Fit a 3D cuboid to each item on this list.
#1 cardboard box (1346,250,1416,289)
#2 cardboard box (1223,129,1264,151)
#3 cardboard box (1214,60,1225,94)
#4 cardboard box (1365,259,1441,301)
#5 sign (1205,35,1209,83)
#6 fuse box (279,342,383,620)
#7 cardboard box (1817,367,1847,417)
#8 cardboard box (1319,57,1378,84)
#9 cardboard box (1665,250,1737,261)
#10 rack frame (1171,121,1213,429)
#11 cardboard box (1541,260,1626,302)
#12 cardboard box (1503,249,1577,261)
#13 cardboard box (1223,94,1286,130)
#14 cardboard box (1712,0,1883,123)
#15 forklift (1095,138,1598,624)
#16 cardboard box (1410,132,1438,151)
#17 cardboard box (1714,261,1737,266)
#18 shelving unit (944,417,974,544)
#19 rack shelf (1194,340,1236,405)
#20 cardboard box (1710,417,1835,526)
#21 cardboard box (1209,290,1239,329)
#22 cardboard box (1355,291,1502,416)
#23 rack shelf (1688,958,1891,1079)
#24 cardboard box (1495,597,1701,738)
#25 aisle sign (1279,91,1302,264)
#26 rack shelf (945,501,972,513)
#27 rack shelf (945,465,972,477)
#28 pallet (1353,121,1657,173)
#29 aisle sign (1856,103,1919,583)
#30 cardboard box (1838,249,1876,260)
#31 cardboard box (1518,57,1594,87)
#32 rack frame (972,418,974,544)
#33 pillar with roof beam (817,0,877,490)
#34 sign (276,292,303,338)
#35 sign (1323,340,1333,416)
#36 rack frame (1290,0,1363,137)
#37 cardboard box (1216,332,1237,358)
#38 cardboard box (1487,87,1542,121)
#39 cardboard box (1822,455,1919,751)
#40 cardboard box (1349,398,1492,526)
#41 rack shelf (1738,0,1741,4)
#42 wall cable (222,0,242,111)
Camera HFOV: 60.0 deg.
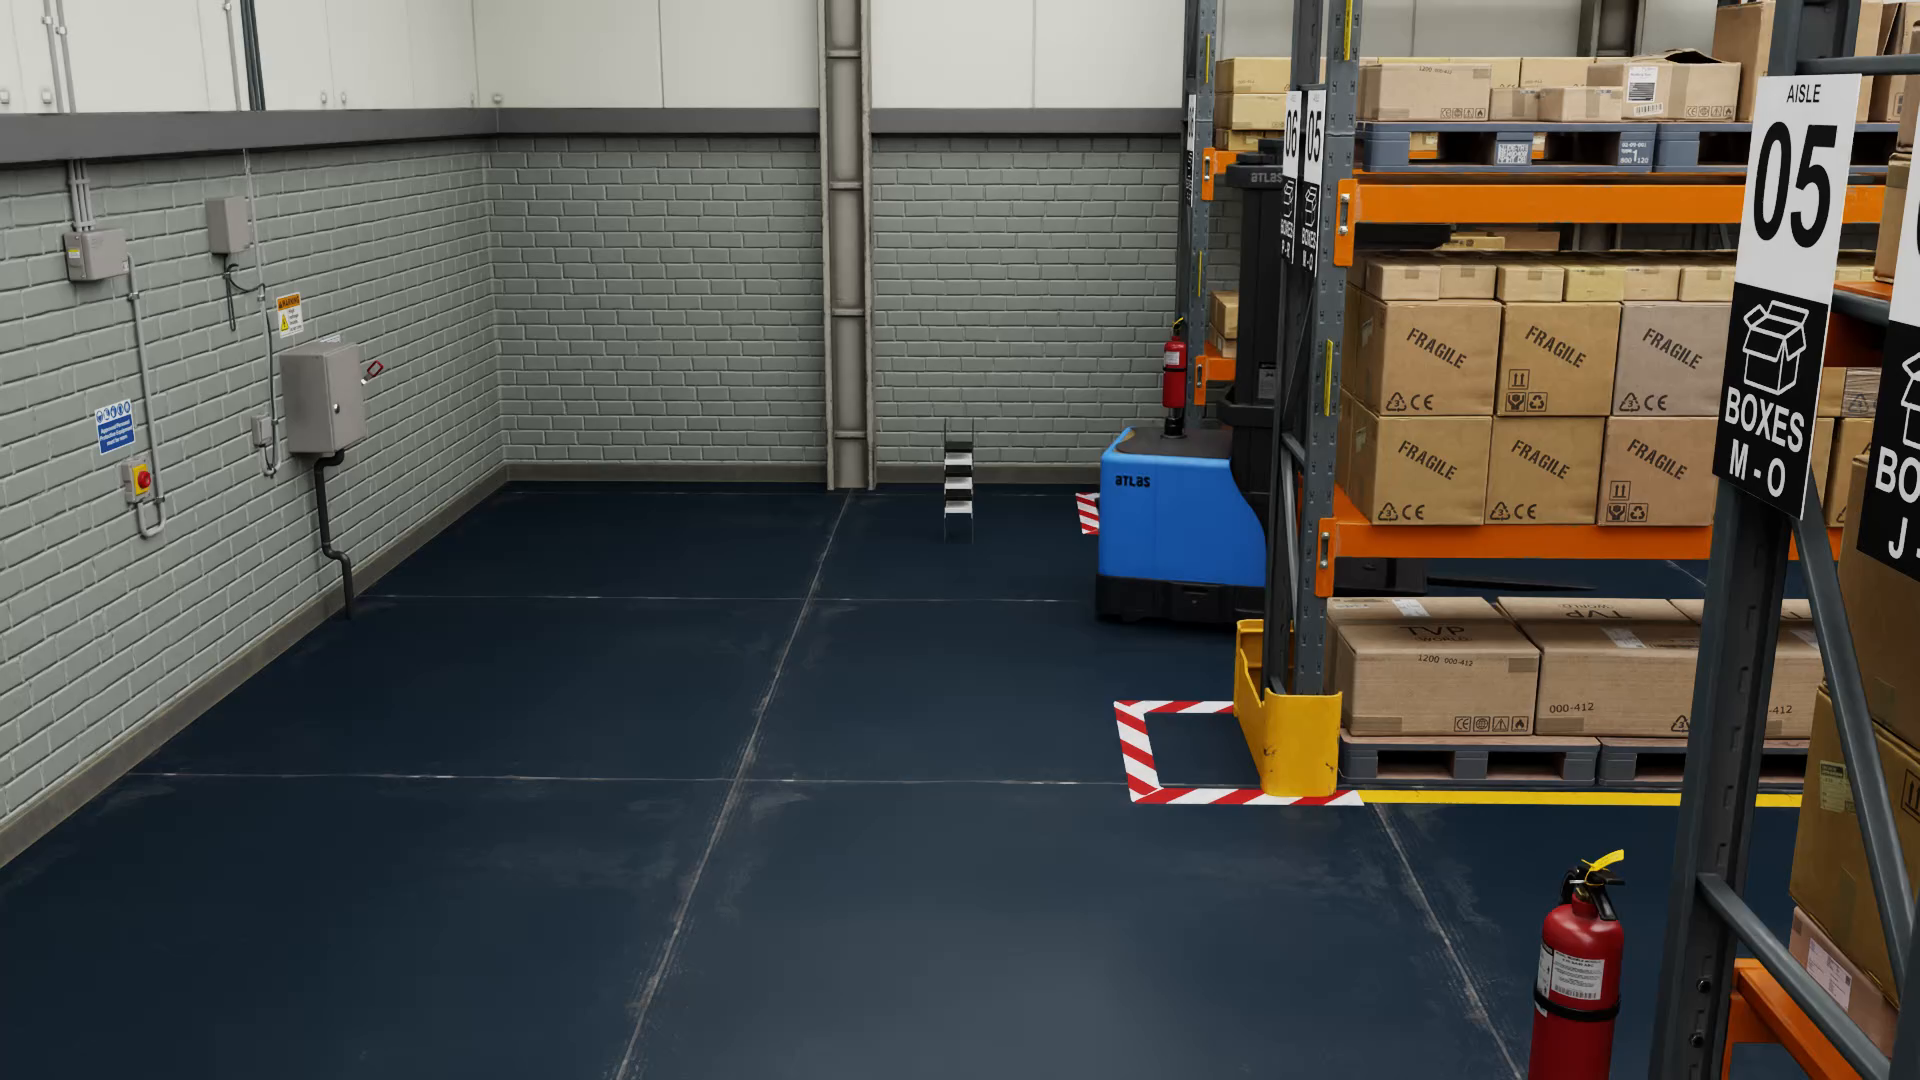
[{"bbox_3d":[2.001,-1.291,7.925,0.250,0.149,0.380,1,15,2],"label":"cardboard box"},{"bbox_3d":[2.073,-2.930,12.178,0.250,0.149,0.380,1,15,3],"label":"cardboard box"},{"bbox_3d":[2.211,-3.494,12.554,0.500,0.250,0.500,0,15,0],"label":"cardboard box"},{"bbox_3d":[1.985,-1.169,7.463,0.250,0.149,0.380,1,15,3],"label":"cardboard box"},{"bbox_3d":[1.746,-3.397,11.742,0.005,0.325,0.100,0,15,1],"label":"sign"},{"bbox_3d":[-3.801,-0.339,10.271,0.414,1.711,0.539,0,15,1],"label":"fuse box"},{"bbox_3d":[3.640,-0.847,7.513,0.500,0.500,0.500,0,15,2],"label":"cardboard box"},{"bbox_3d":[2.705,-3.351,12.011,0.500,0.250,0.500,0,15,1],"label":"cardboard box"},{"bbox_3d":[3.540,-1.290,7.921,0.250,0.149,0.380,1,15,3],"label":"cardboard box"},{"bbox_3d":[1.760,-1.662,12.761,0.127,3.000,1.000,0,15,1],"label":"rack frame"},{"bbox_3d":[2.769,-1.157,7.419,0.250,0.149,0.380,0,15,0],"label":"cardboard box"},{"bbox_3d":[2.766,-1.303,7.970,0.250,0.149,0.380,1,15,3],"label":"cardboard box"},{"bbox_3d":[2.196,-3.111,12.084,0.500,0.250,0.500,0,15,1],"label":"cardboard box"},{"bbox_3d":[3.648,-2.095,7.306,0.500,0.500,0.500,1,15,2],"label":"cardboard box"},{"bbox_3d":[2.421,-0.927,10.109,3.031,2.935,1.130,4,15,14],"label":"forklift"},{"bbox_3d":[3.349,-2.915,12.122,0.250,0.149,0.380,0,15,1],"label":"cardboard box"},{"bbox_3d":[3.534,-1.148,7.384,0.250,0.149,0.380,0,15,0],"label":"cardboard box"},{"bbox_3d":[-0.008,-0.435,12.225,0.210,0.900,0.258,0,15,1],"label":"shelving unit"},{"bbox_3d":[3.759,-1.301,12.803,4.000,0.370,1.077,0,15,1],"label":"rack shelf"},{"bbox_3d":[3.625,-0.365,7.649,0.500,0.500,0.500,1,15,3],"label":"cardboard box"},{"bbox_3d":[2.226,-1.798,12.987,0.500,0.250,0.500,1,15,3],"label":"cardboard box"},{"bbox_3d":[2.109,-0.853,7.535,0.500,0.500,0.500,0,15,0],"label":"cardboard box"},{"bbox_3d":[3.611,1.227,3.218,4.000,0.370,1.077,0,15,1],"label":"rack shelf"},{"bbox_3d":[3.214,0.622,8.302,0.875,0.438,0.875,1,15,3],"label":"cardboard box"},{"bbox_3d":[1.573,-1.733,7.933,0.004,0.787,0.394,0,15,1],"label":"aisle sign"},{"bbox_3d":[-0.008,-0.229,12.280,0.200,0.077,0.258,0,15,1],"label":"rack shelf"},{"bbox_3d":[-0.008,-0.490,12.211,0.200,0.077,0.258,0,15,1],"label":"rack shelf"},{"bbox_3d":[2.379,-1.802,7.583,1.213,0.211,1.003,0,15,1],"label":"pallet"},{"bbox_3d":[1.531,-0.314,2.556,0.004,0.787,0.394,0,15,1],"label":"aisle sign"},{"bbox_3d":[4.302,-1.299,7.956,0.250,0.149,0.380,0,15,0],"label":"cardboard box"},{"bbox_3d":[4.234,-3.348,12.001,0.500,0.250,0.500,1,15,2],"label":"cardboard box"},{"bbox_3d":[0.094,-0.435,12.223,0.006,0.900,0.240,0,15,1],"label":"rack frame"},{"bbox_3d":[-1.022,-3.713,8.772,0.400,9.000,9.100,0,15,1],"label":"pillar with roof beam"},{"bbox_3d":[-4.010,-1.349,9.953,0.001,0.242,0.339,0,15,1],"label":"sign"},{"bbox_3d":[1.617,-0.712,7.306,0.005,0.325,0.100,0,15,1],"label":"sign"},{"bbox_3d":[1.637,-3.297,7.198,0.127,3.000,1.000,0,15,1],"label":"rack frame"},{"bbox_3d":[2.081,-1.469,12.520,0.250,0.149,0.380,0,15,1],"label":"cardboard box"},{"bbox_3d":[2.510,-2.014,7.689,0.250,0.149,0.380,-1,15,-3],"label":"cardboard box"},{"bbox_3d":[2.075,0.130,3.227,0.500,0.500,0.500,0,15,0],"label":"cardboard box"},{"bbox_3d":[2.109,-0.369,7.661,0.500,0.500,0.500,0,15,1],"label":"cardboard box"},{"bbox_3d":[7.758,-3.983,11.990,4.000,0.370,1.077,0,15,1],"label":"rack shelf"},{"bbox_3d":[-4.035,-3.454,7.793,0.029,3.000,2.355,0,15,1],"label":"wall cable"}]
